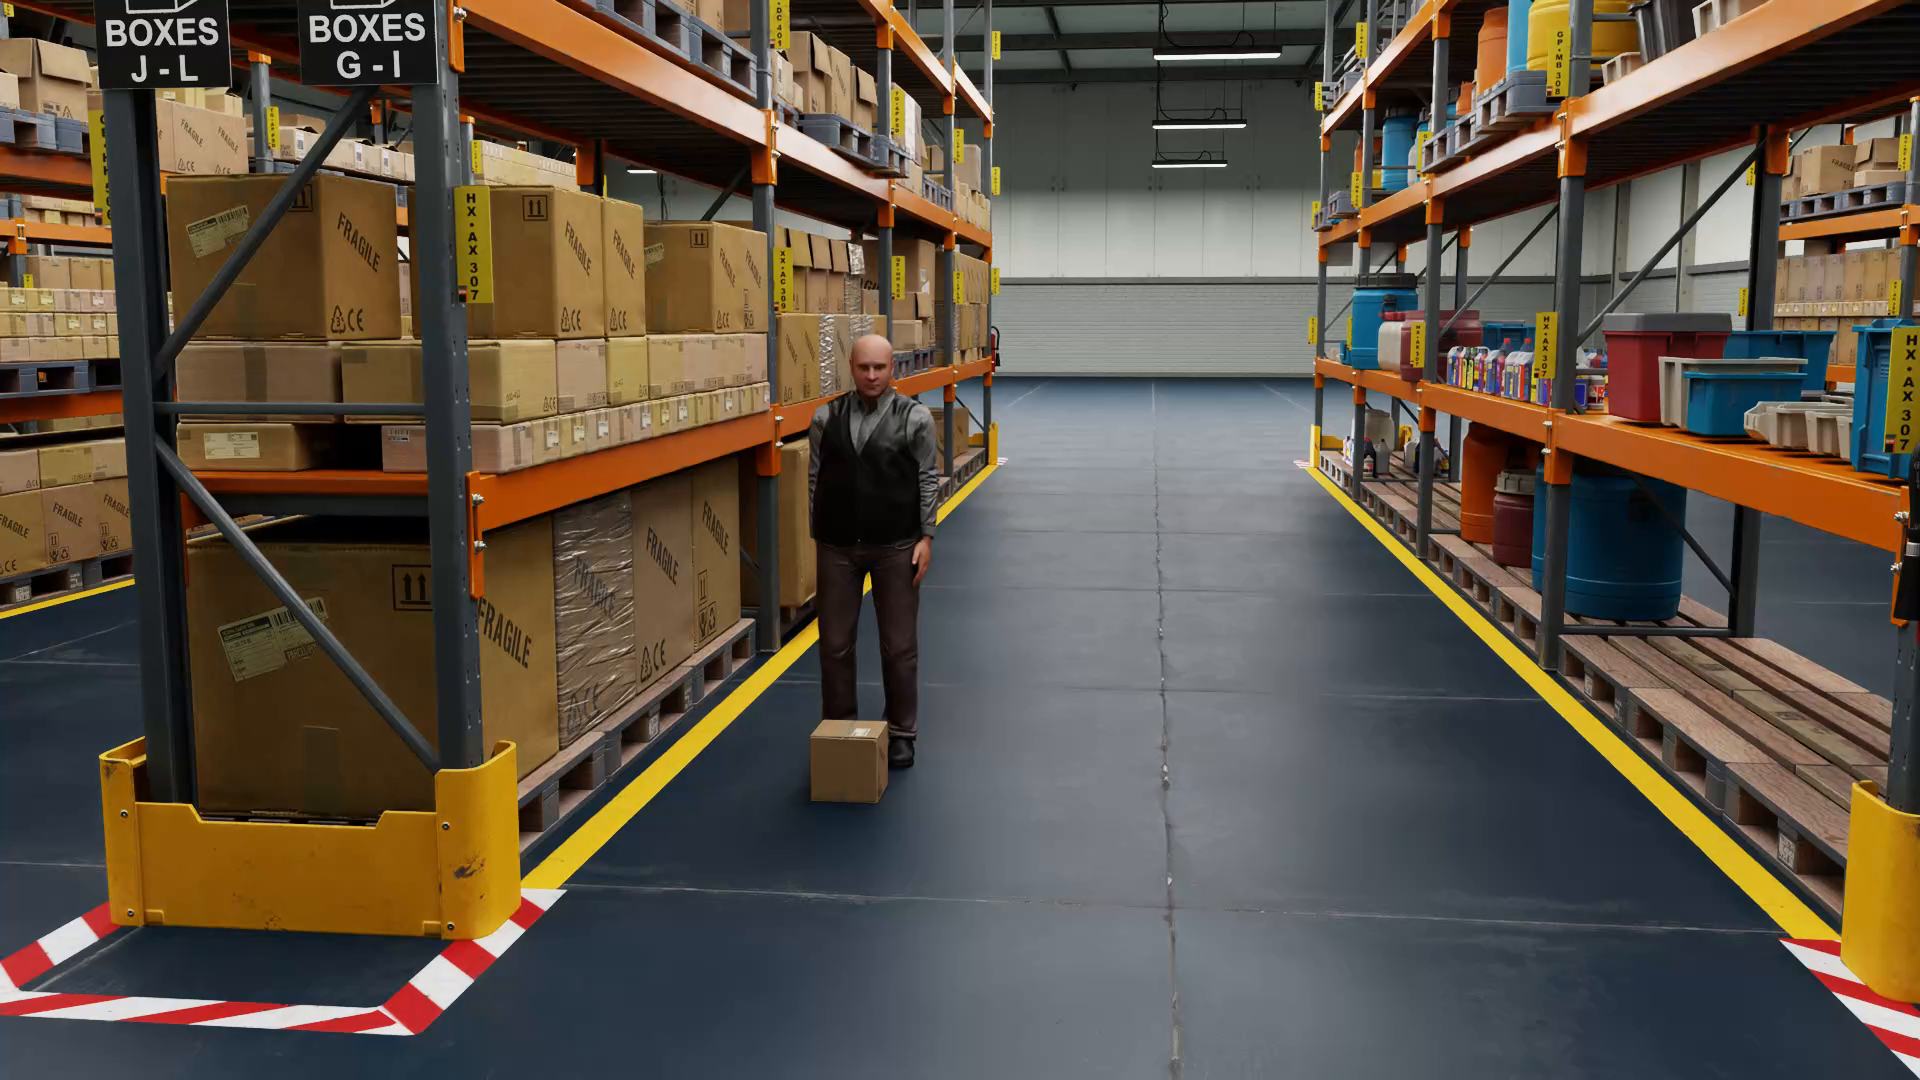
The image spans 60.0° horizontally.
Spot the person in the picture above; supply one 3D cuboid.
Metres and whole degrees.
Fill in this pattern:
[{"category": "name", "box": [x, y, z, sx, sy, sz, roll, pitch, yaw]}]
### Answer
[{"category": "person", "box": [-0.345, 0.041, 6.620, 0.533, 1.713, 0.357, 1, 8, 7]}]
